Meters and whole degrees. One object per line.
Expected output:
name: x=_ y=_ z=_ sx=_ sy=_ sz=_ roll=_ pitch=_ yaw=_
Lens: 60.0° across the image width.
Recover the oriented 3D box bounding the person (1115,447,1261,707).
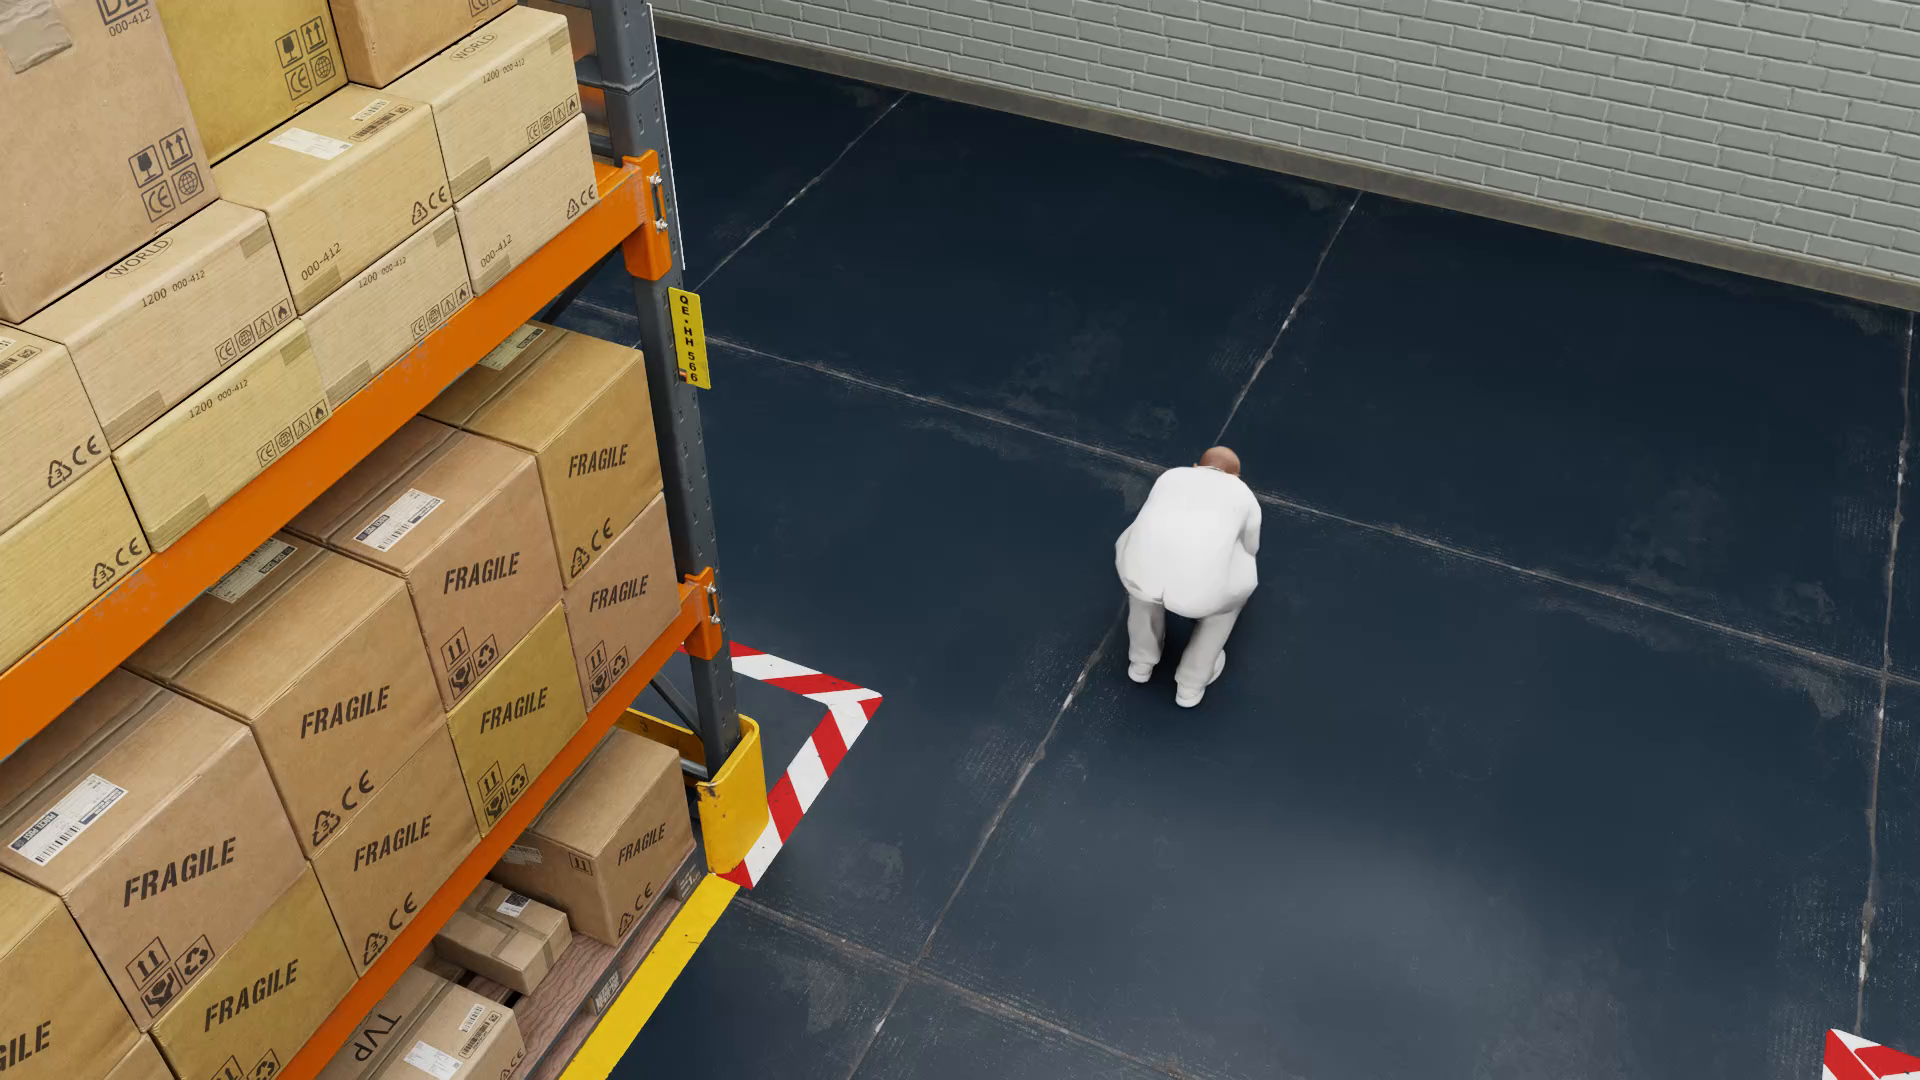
person: x=0.934 y=0.103 z=6.705 sx=0.587 sy=0.934 sz=0.948 roll=15 pitch=44 yaw=17
